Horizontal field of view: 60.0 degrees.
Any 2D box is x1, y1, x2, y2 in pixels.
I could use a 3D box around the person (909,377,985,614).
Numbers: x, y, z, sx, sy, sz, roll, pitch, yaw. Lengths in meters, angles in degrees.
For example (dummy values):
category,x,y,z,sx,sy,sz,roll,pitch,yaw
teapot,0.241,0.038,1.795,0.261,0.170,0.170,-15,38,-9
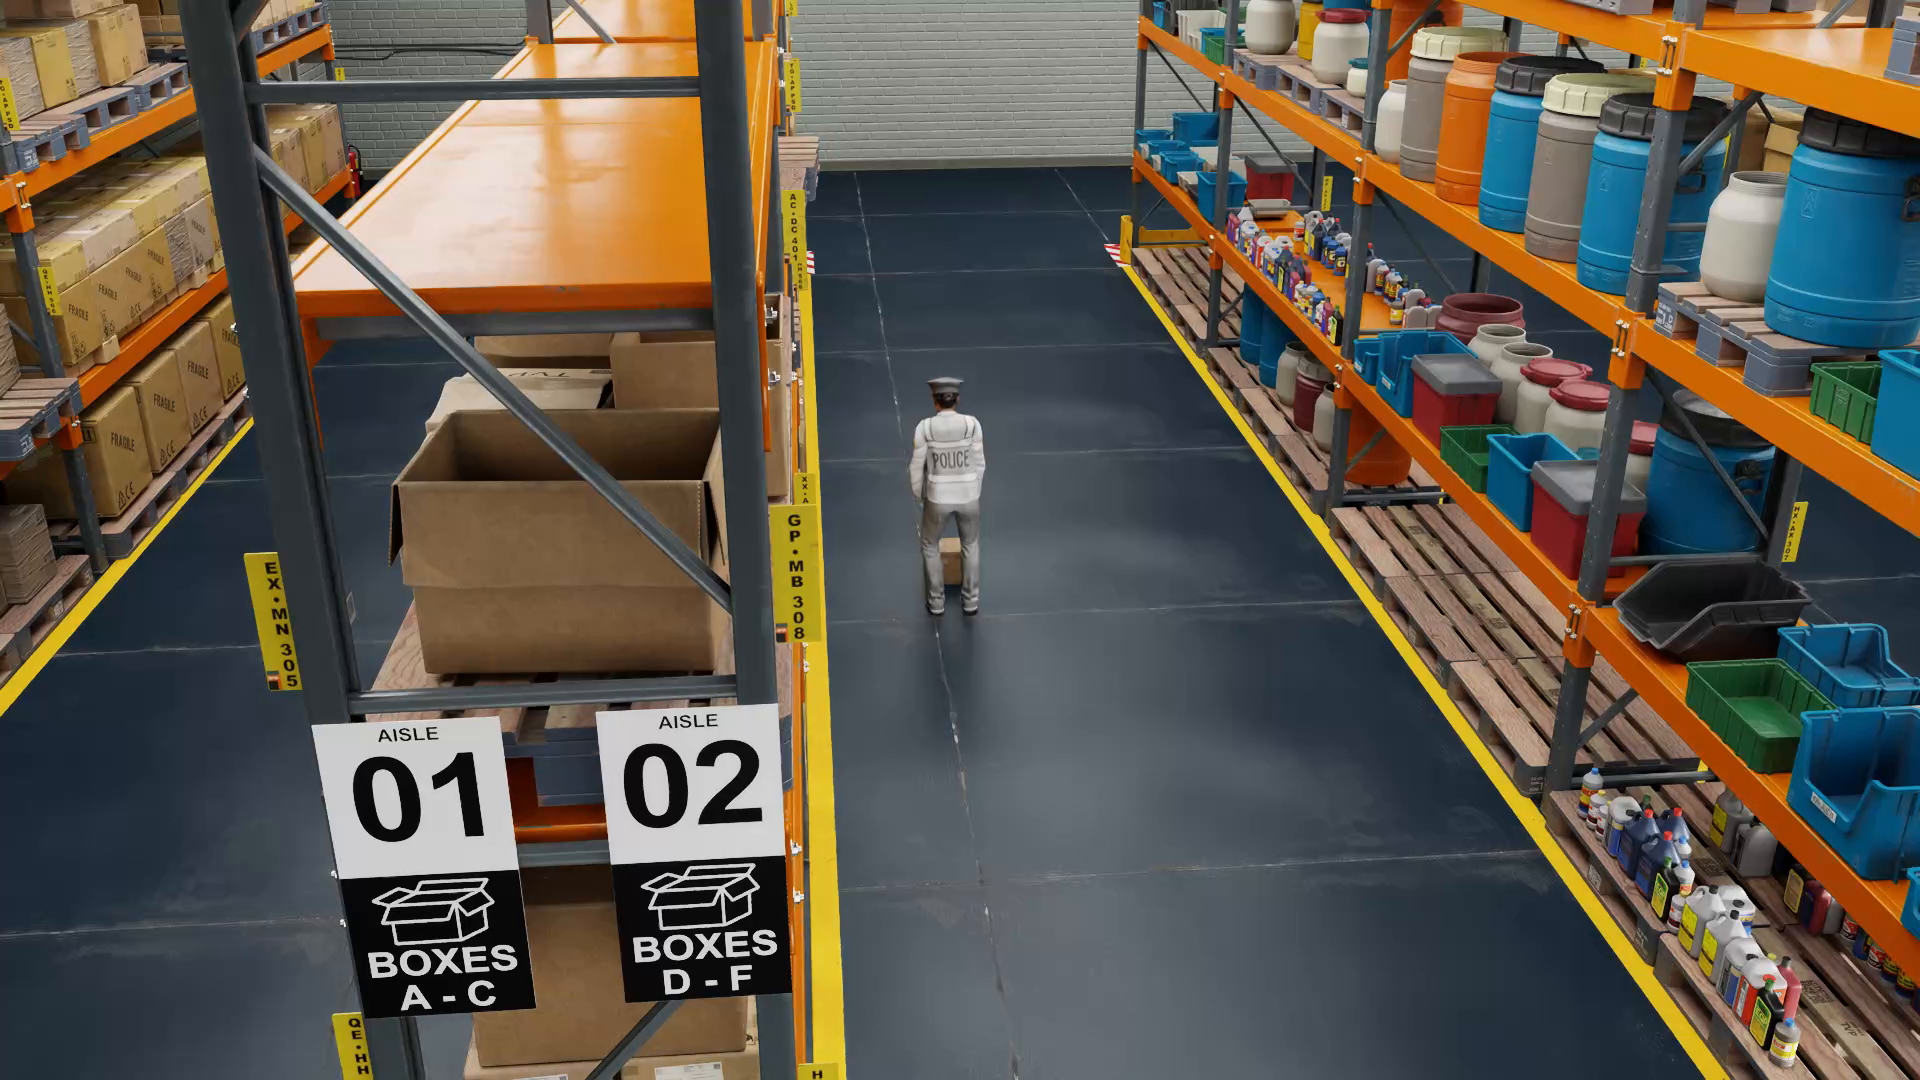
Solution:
category,x,y,z,sx,sy,sz,roll,pitch,yaw
person,-0.085,-0.283,11.021,0.504,1.616,0.465,-2,24,-5
